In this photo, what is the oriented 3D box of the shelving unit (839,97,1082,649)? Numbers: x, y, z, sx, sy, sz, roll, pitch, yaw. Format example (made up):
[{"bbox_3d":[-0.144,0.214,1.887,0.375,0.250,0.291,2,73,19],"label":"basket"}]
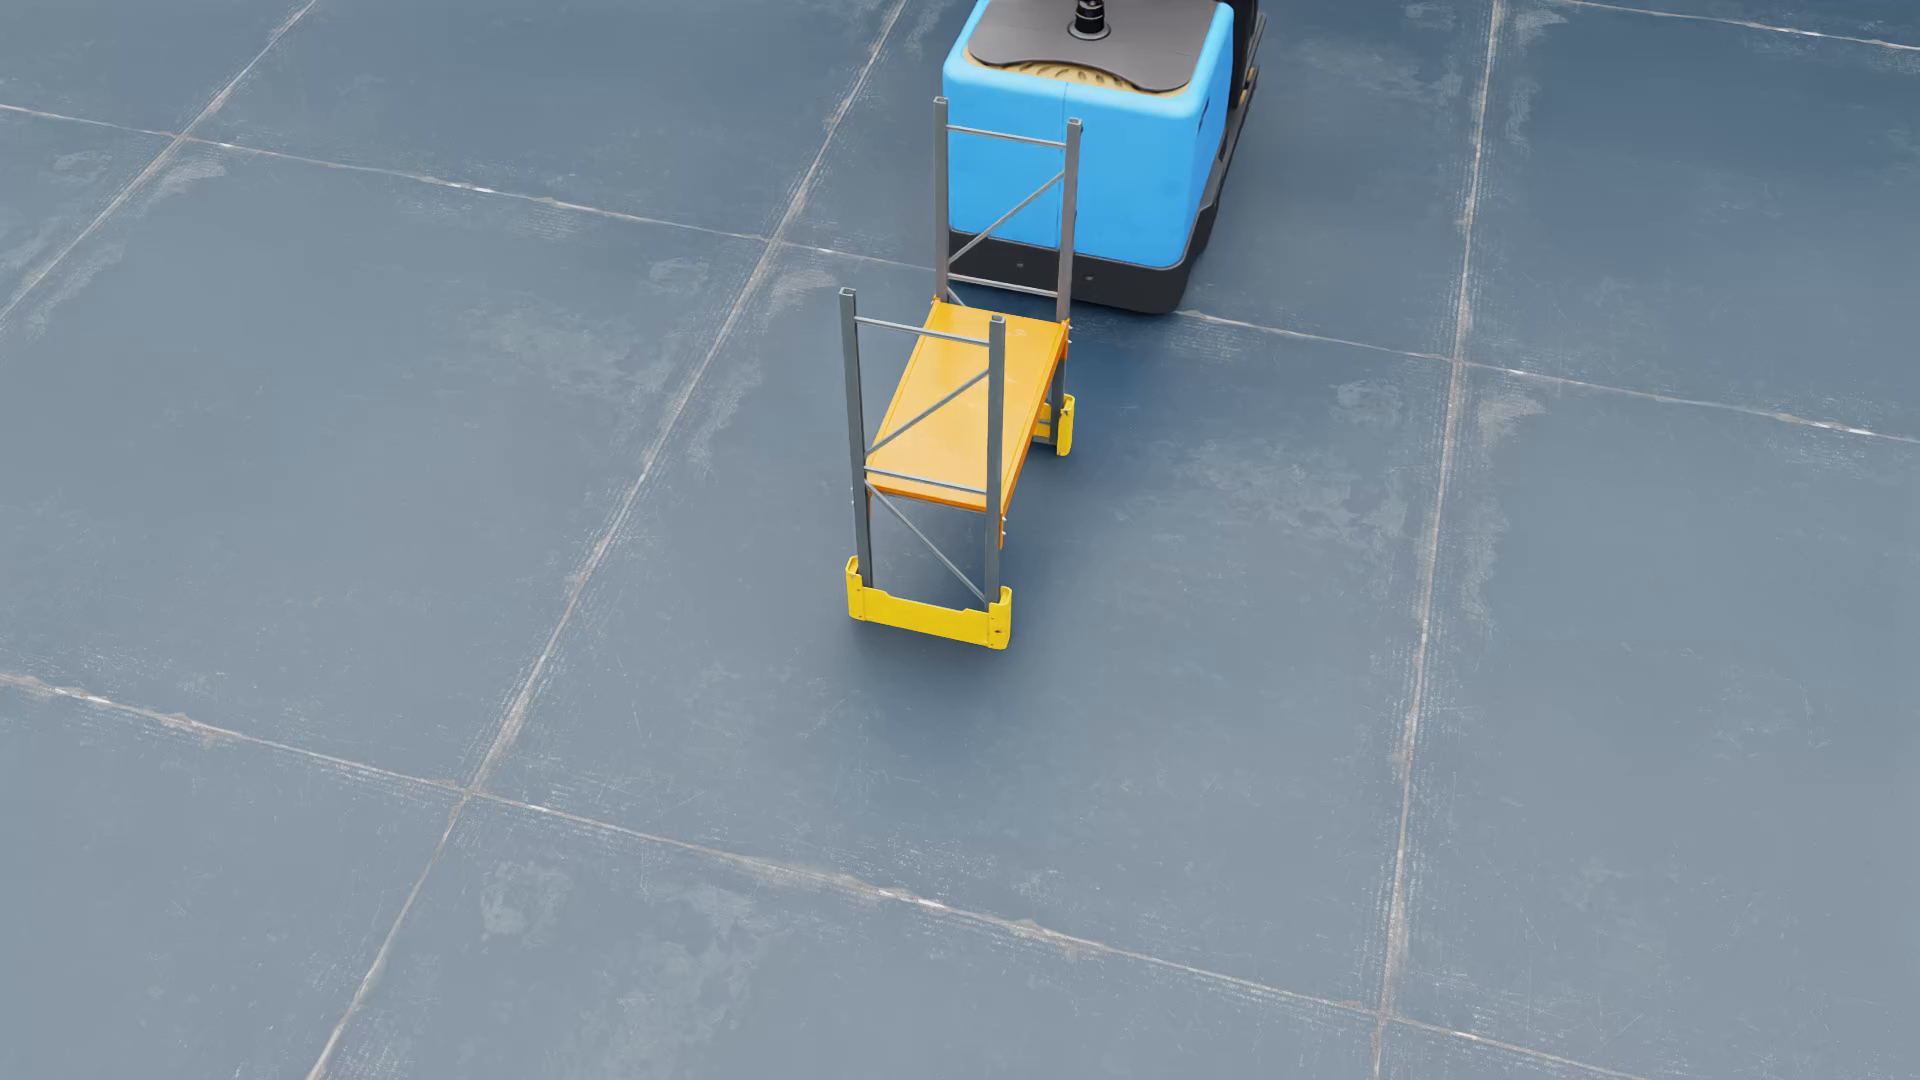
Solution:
[{"bbox_3d":[0.020,-0.551,5.736,0.587,1.500,1.083,12,50,10],"label":"shelving unit"}]

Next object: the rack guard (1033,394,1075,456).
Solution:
[{"bbox_3d":[0.151,-0.498,6.523,0.587,0.250,0.087,12,50,10],"label":"rack guard"}]

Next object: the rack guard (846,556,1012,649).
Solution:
[{"bbox_3d":[-0.111,0.222,5.887,0.587,0.250,0.087,12,50,10],"label":"rack guard"}]

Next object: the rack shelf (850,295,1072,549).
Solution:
[{"bbox_3d":[0.022,-0.439,5.877,0.538,0.185,1.000,12,50,10],"label":"rack shelf"}]

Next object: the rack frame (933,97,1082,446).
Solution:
[{"bbox_3d":[0.156,-0.926,6.067,0.500,1.500,0.032,12,50,10],"label":"rack frame"}]

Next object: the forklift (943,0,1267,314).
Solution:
[{"bbox_3d":[0.828,-3.052,6.988,1.130,2.935,3.031,13,50,11],"label":"forklift"}]

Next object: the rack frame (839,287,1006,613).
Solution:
[{"bbox_3d":[-0.111,-0.190,5.418,0.500,1.500,0.032,12,50,10],"label":"rack frame"}]
